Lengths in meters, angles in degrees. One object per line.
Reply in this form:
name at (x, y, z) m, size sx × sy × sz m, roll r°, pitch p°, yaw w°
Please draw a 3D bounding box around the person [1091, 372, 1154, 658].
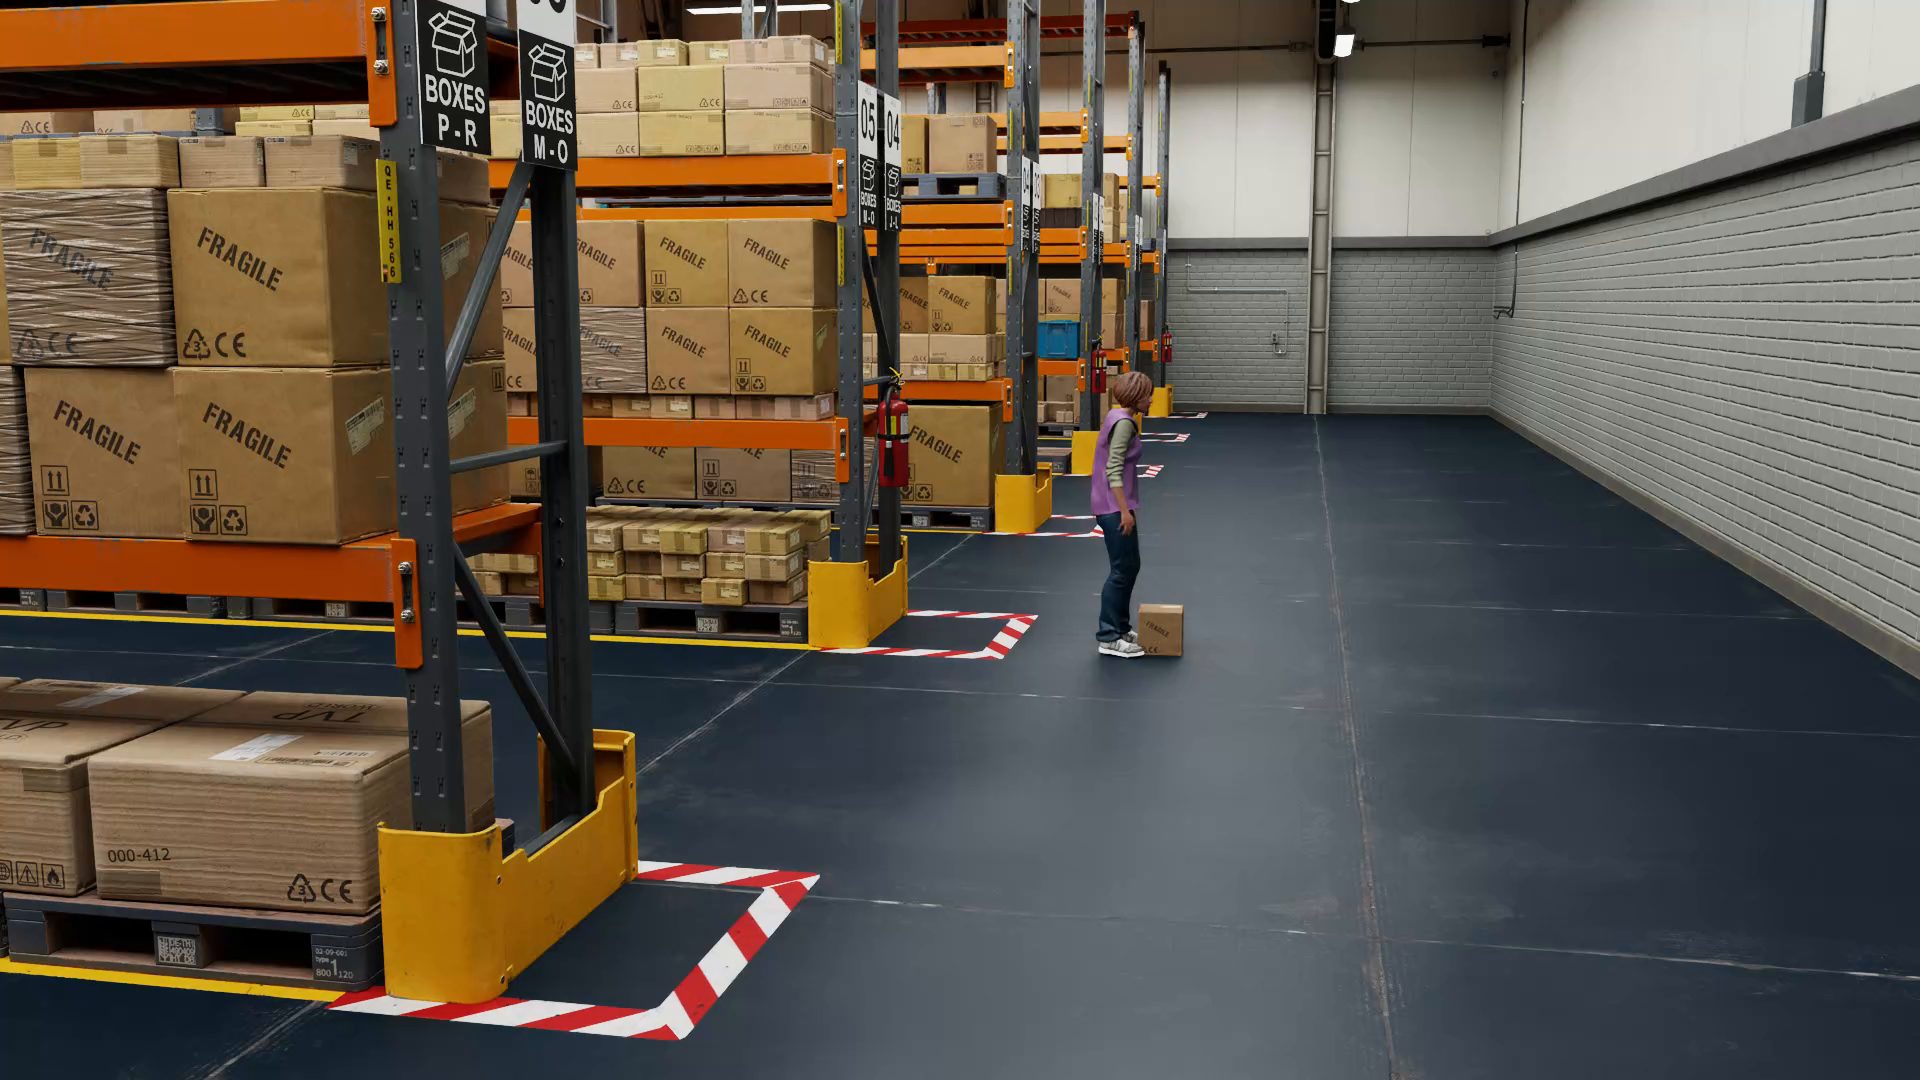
person at (0.928, -0.151, 9.454) m, size 0.368 × 1.582 × 0.478 m, roll 1°, pitch 8°, yaw 9°
